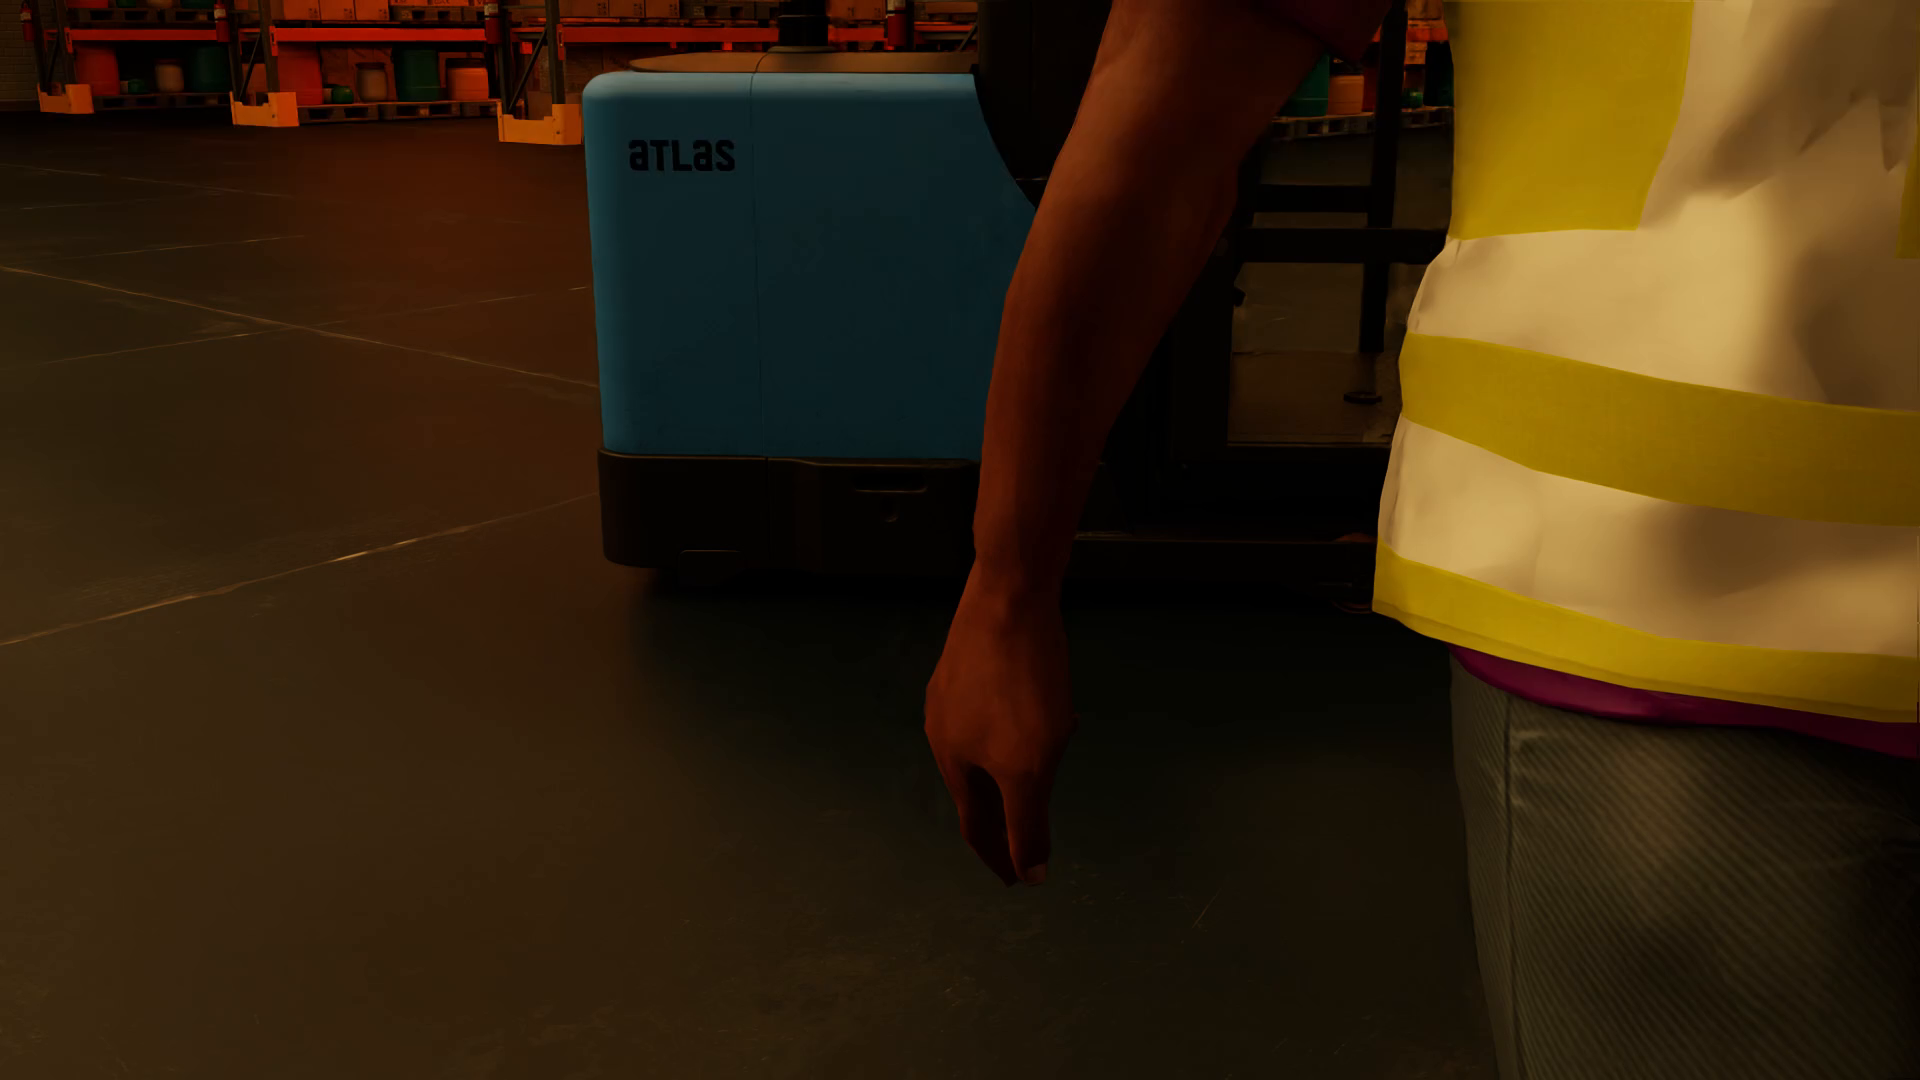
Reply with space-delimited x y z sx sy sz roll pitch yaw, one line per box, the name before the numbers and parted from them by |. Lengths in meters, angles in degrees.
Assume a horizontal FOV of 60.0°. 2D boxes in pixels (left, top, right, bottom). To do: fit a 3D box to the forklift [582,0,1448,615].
forklift | 0.767 -1.404 3.522 3.031 2.935 1.130 1 17 3
